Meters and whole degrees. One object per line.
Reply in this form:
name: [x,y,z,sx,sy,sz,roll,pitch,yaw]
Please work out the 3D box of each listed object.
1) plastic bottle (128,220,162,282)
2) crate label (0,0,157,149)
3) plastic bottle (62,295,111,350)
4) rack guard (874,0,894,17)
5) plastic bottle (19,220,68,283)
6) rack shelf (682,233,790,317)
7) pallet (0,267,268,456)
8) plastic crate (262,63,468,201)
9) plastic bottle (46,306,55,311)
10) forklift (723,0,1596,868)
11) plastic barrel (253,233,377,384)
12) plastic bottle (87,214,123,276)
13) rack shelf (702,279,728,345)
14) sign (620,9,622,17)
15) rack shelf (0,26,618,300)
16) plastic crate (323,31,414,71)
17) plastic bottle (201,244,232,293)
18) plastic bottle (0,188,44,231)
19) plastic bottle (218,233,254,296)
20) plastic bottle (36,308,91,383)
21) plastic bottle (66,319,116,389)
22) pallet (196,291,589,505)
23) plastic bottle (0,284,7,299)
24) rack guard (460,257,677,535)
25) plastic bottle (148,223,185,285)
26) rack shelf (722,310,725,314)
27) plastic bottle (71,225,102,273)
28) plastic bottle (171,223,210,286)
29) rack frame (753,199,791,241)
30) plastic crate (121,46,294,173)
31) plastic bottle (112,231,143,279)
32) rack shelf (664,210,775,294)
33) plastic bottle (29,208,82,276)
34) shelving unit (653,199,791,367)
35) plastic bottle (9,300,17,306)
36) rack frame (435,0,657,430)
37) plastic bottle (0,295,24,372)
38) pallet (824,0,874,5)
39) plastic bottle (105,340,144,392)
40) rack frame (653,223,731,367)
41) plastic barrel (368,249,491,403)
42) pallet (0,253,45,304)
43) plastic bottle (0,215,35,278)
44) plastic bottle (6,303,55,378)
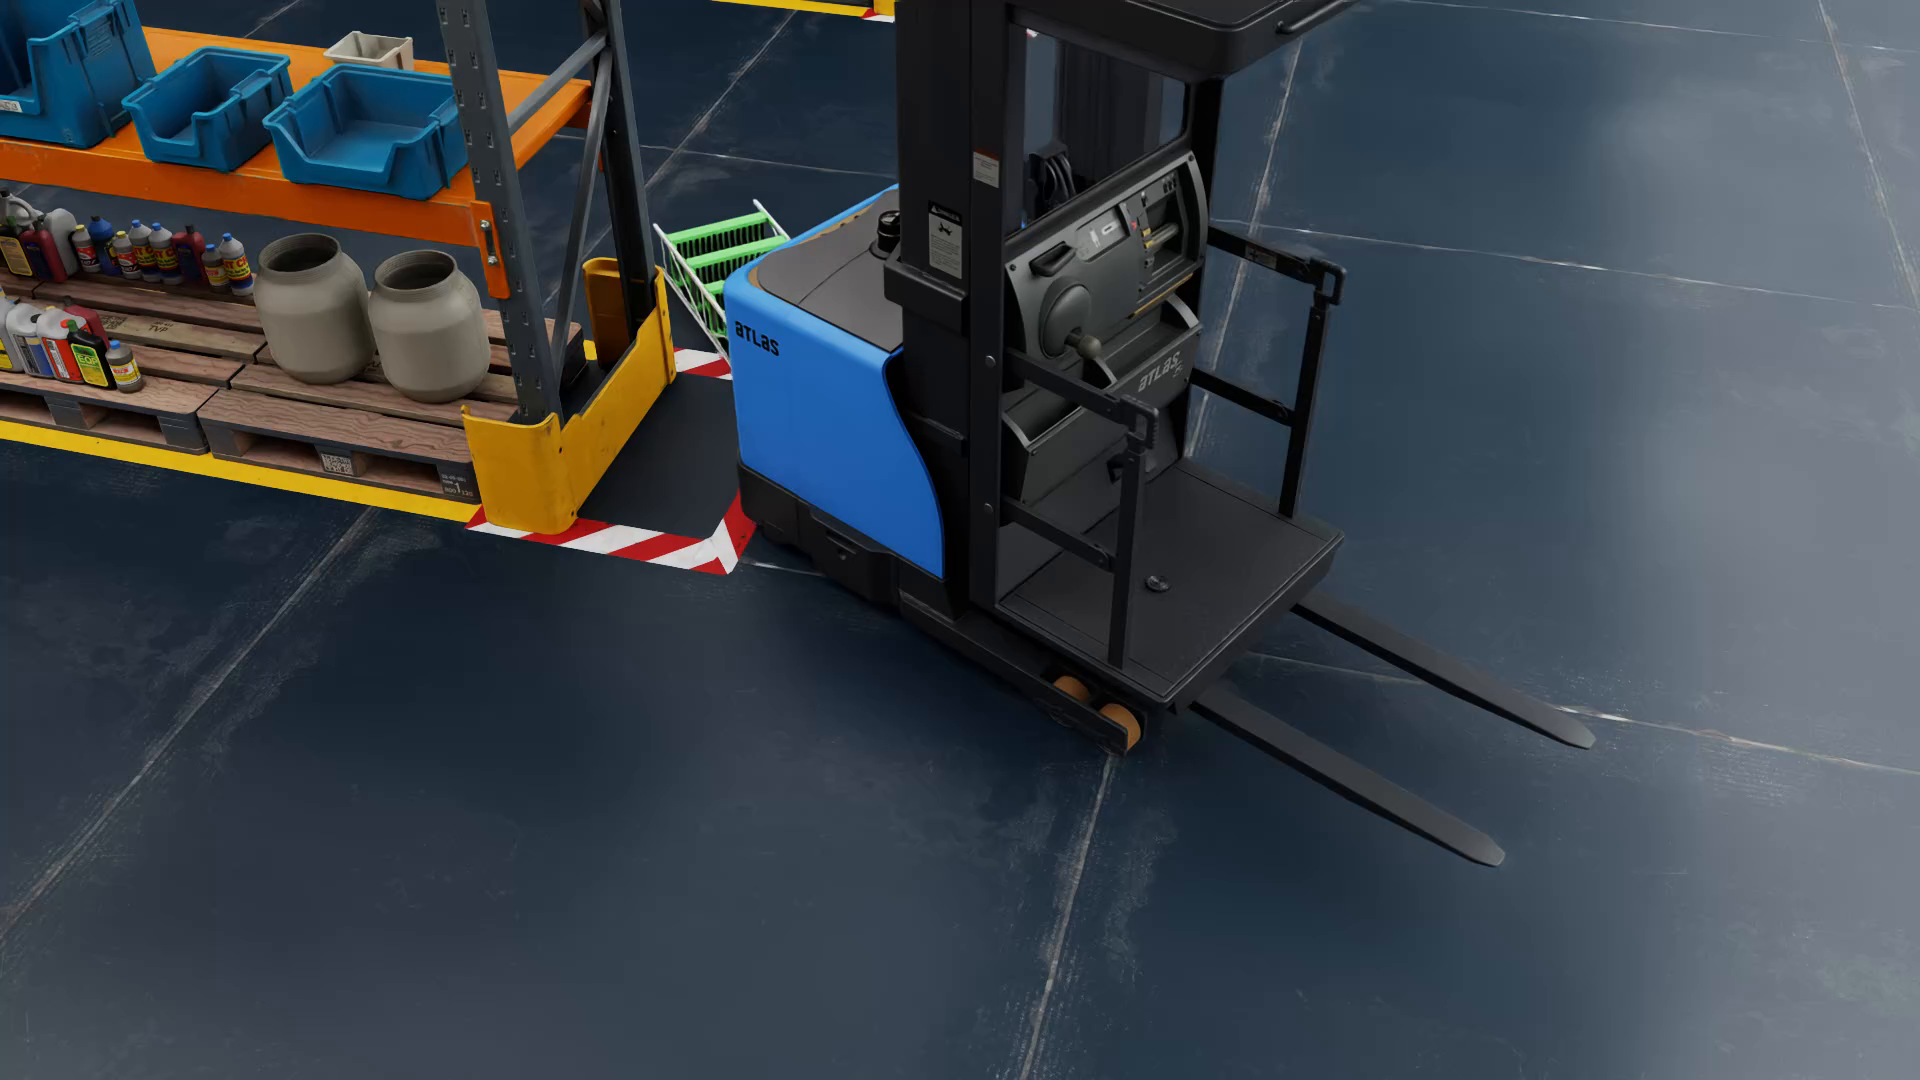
plastic bottle: [-3.524,-1.258,7.195,0.097,0.271,0.097,0,40,0]
crate label: [-3.274,-1.717,5.935,0.616,0.435,0.502,10,41,11]
plastic bottle: [-3.523,-0.852,6.702,0.133,0.283,0.061,10,41,11]
rack guard: [-0.219,-3.698,10.265,0.348,0.500,1.175,10,41,11]
plastic bottle: [-3.967,-1.250,7.176,0.133,0.283,0.061,10,41,11]
rack shelf: [-0.974,-1.173,7.418,0.480,0.258,0.148,-18,43,-21]
pallet: [-3.470,-0.824,7.067,1.213,0.211,1.003,10,41,11]
plastic crate: [-1.987,-1.406,5.708,0.616,0.251,0.499,10,41,11]
plastic bottle: [-3.669,-0.858,6.773,0.097,0.201,0.097,0,40,0]
forklift: [0.618,-0.809,4.935,3.031,2.935,1.130,29,48,30]
plastic barrel: [-2.565,-0.919,6.620,0.421,0.512,0.421,0,40,0]
plastic bottle: [-3.720,-1.292,7.235,0.097,0.271,0.097,0,40,0]
rack shelf: [-0.863,-1.036,7.255,0.480,0.258,0.148,-18,43,-21]
sign: [-1.279,-2.013,6.099,0.005,0.325,0.100,10,41,11]
rack shelf: [-3.358,-1.623,6.409,4.000,0.370,1.077,10,41,11]
plastic crate: [-2.207,-1.814,6.282,0.250,0.136,0.298,10,41,11]
plastic bottle: [-3.197,-1.175,7.150,0.097,0.201,0.097,0,40,0]
plastic bottle: [-4.096,-1.371,7.268,0.185,0.351,0.144,10,41,11]
plastic bottle: [-3.097,-1.185,7.107,0.097,0.271,0.097,0,40,0]
plastic bottle: [-3.550,-0.783,6.626,0.135,0.276,0.152,10,41,12]
plastic bottle: [-3.431,-0.735,6.563,0.133,0.283,0.061,11,41,12]
pallet: [-2.295,-0.620,6.824,1.213,0.211,1.003,10,41,11]
plastic bottle: [-4.010,-0.958,6.835,0.135,0.276,0.152,10,41,11]
rack guard: [-1.511,-0.592,6.566,0.348,0.500,1.175,10,41,11]
plastic bottle: [-3.428,-1.242,7.175,0.097,0.271,0.097,0,40,0]
rack shelf: [-0.753,-0.899,7.092,0.480,0.258,0.148,-18,43,-21]
plastic bottle: [-3.819,-1.282,7.278,0.097,0.201,0.097,0,40,0]
plastic bottle: [-3.311,-1.238,7.162,0.133,0.283,0.061,10,41,12]
rack frame: [-0.676,-1.145,7.385,0.015,0.240,1.200,-18,43,-21]
plastic crate: [-2.612,-1.518,5.840,0.408,0.251,0.499,10,41,11]
plastic bottle: [-3.620,-1.248,7.237,0.097,0.201,0.097,0,40,0]
rack shelf: [-1.084,-1.310,7.581,0.480,0.258,0.148,-18,43,-21]
plastic bottle: [-3.940,-1.313,7.257,0.135,0.276,0.152,10,41,12]
shelving unit: [-0.893,-1.073,7.298,0.503,0.258,1.200,-18,43,-21]
plastic bottle: [-3.856,-0.885,6.805,0.097,0.201,0.097,0,40,0]
rack frame: [-1.426,-1.566,5.782,0.127,3.000,1.000,10,41,11]
plastic bottle: [-3.845,-0.860,6.659,0.185,0.351,0.144,11,41,13]
pallet: [-0.994,-3.745,10.545,1.213,0.211,1.003,10,41,11]
plastic bottle: [-3.313,-0.696,6.580,0.097,0.201,0.097,0,40,0]
rack frame: [-1.109,-1.000,7.212,0.015,0.240,1.200,-18,43,-21]
plastic barrel: [-2.081,-0.836,6.521,0.421,0.512,0.421,0,40,0]
pallet: [-4.652,-1.025,7.307,1.213,0.211,1.003,10,41,11]
plastic bottle: [-4.097,-1.278,7.209,0.133,0.283,0.061,10,41,11]
plastic bottle: [-3.684,-0.806,6.653,0.135,0.276,0.152,9,41,10]
